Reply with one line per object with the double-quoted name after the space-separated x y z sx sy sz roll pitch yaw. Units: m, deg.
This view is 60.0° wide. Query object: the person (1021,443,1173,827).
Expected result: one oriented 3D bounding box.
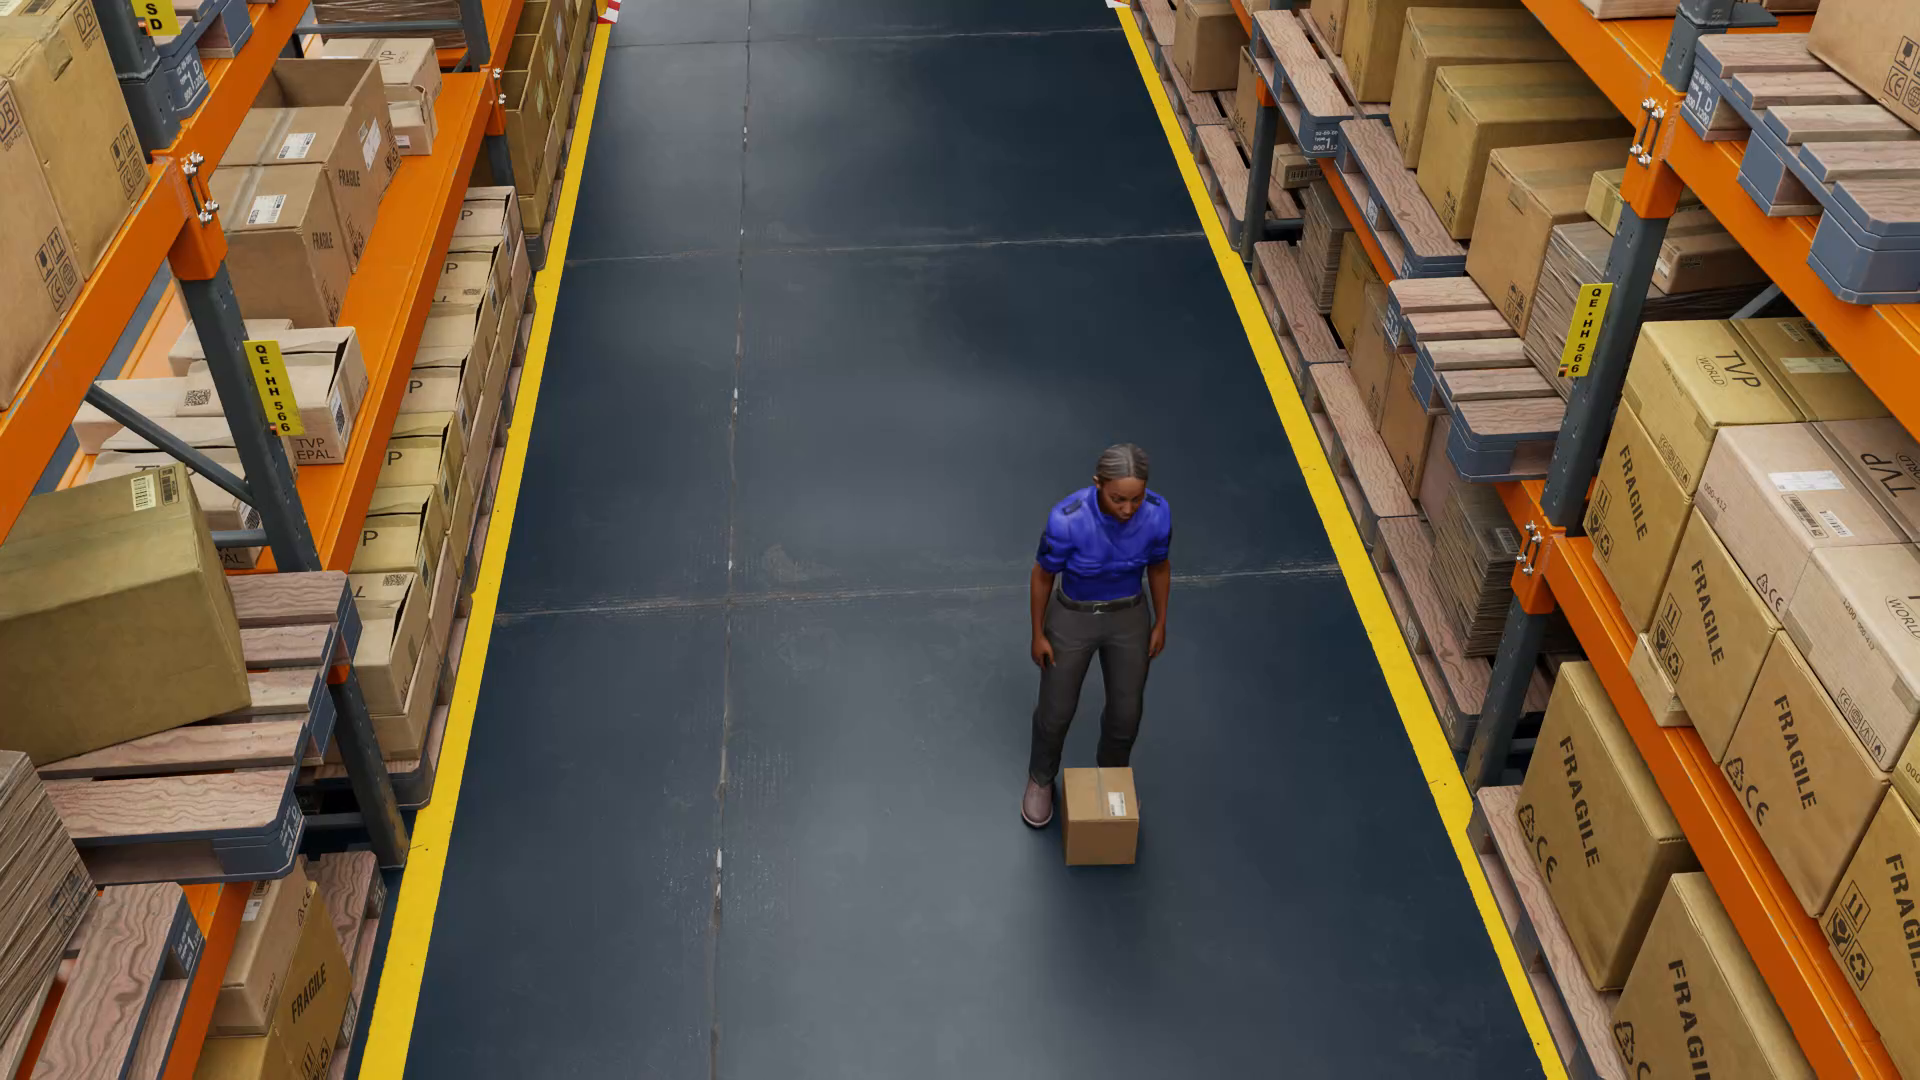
0.474 0.311 5.780 0.519 1.653 0.349 -5 40 -6 "person"
